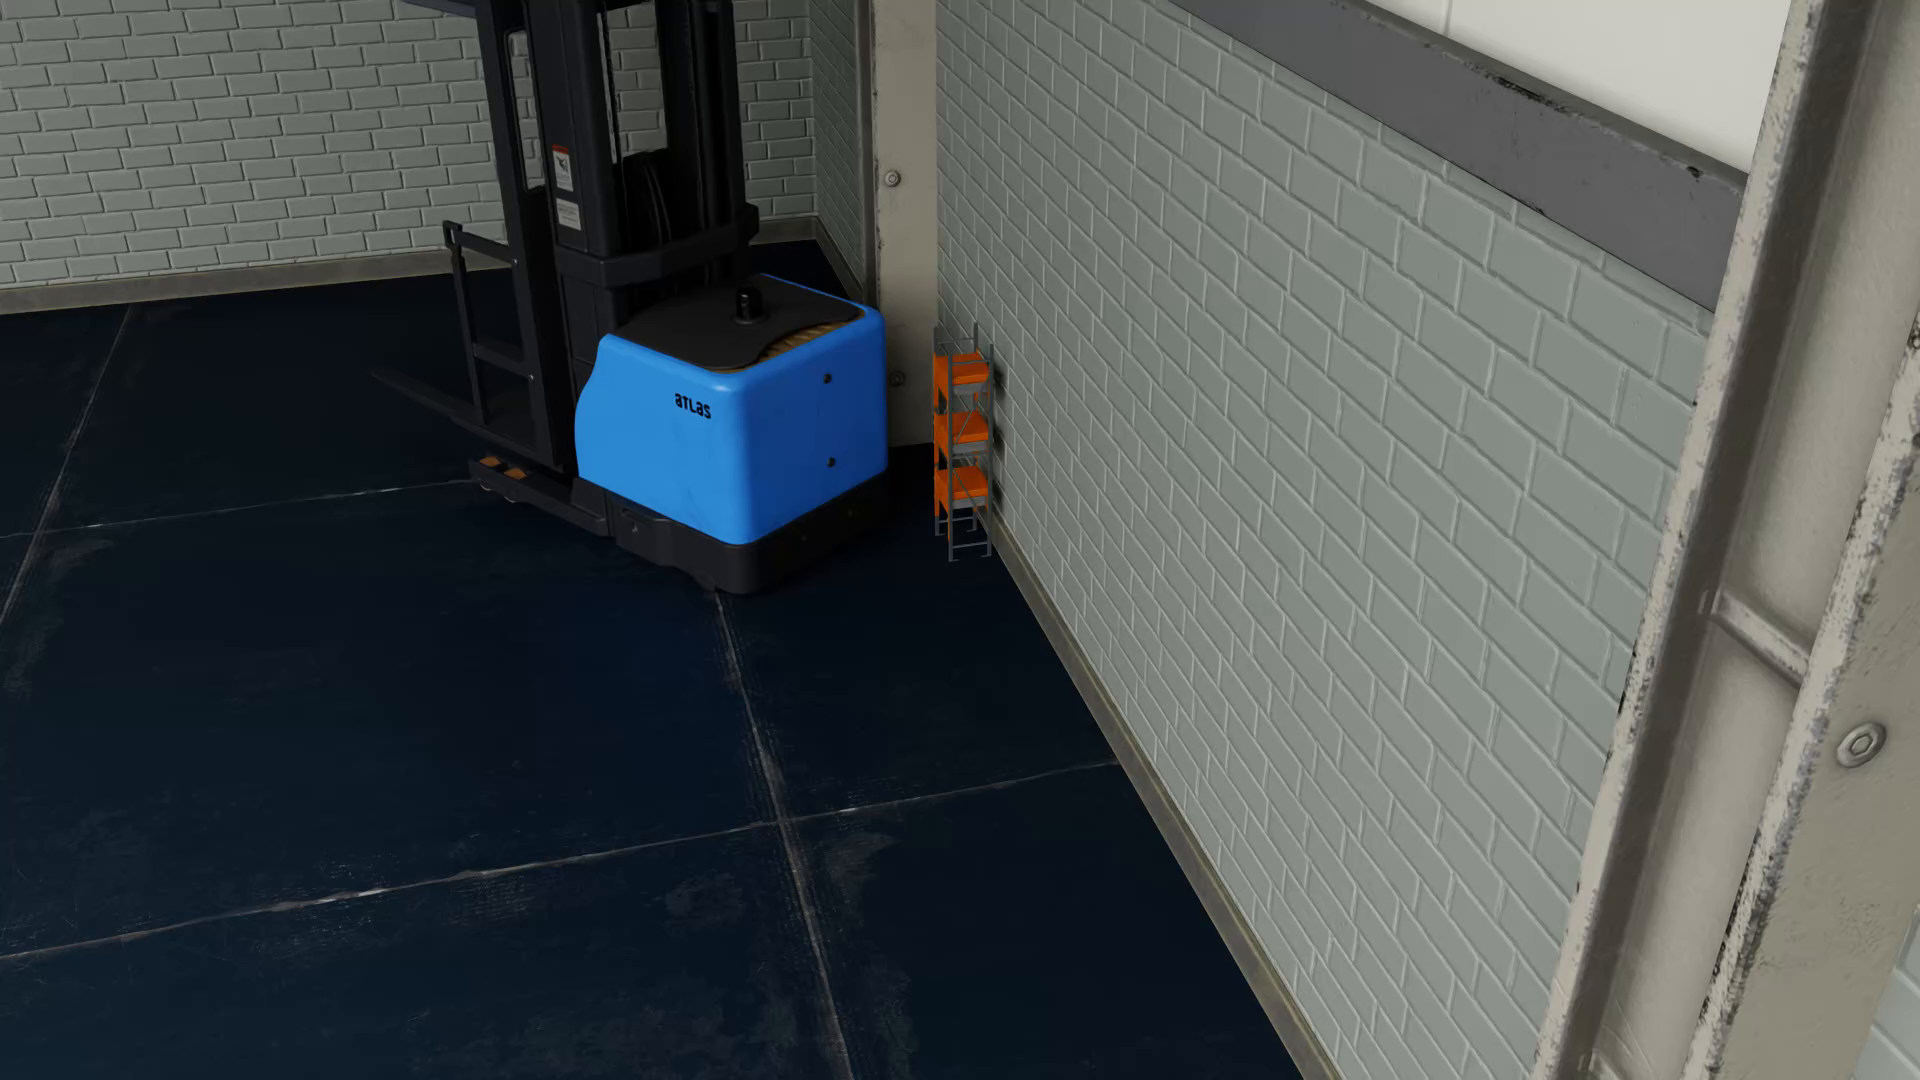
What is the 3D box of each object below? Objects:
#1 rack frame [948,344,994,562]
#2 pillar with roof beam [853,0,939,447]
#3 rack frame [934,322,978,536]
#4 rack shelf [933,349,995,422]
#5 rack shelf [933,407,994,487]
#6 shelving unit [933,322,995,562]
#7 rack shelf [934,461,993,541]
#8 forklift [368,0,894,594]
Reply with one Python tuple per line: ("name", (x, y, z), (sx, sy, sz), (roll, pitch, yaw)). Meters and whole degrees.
("rack frame", (0.047, -0.370, 7.341), (0.200, 1.050, 0.008), (-8, 31, -13))
("pillar with roof beam", (-4.453, -3.912, 5.526), (9.100, 9.000, 0.400), (-8, 31, -13))
("rack frame", (-0.018, -0.487, 7.544), (0.200, 1.050, 0.008), (-8, 31, -13))
("rack shelf", (0.014, -0.665, 7.306), (0.215, 0.259, 0.240), (-8, 31, -13))
("rack shelf", (0.014, -0.419, 7.448), (0.215, 0.259, 0.240), (-8, 31, -13))
("shelving unit", (0.014, -0.429, 7.442), (0.215, 1.050, 0.252), (-8, 31, -13))
("rack shelf", (0.014, -0.179, 7.587), (0.215, 0.259, 0.240), (-8, 31, -13))
("forklift", (-1.776, -1.632, 7.643), (3.031, 2.935, 1.130), (22, 37, 33))
